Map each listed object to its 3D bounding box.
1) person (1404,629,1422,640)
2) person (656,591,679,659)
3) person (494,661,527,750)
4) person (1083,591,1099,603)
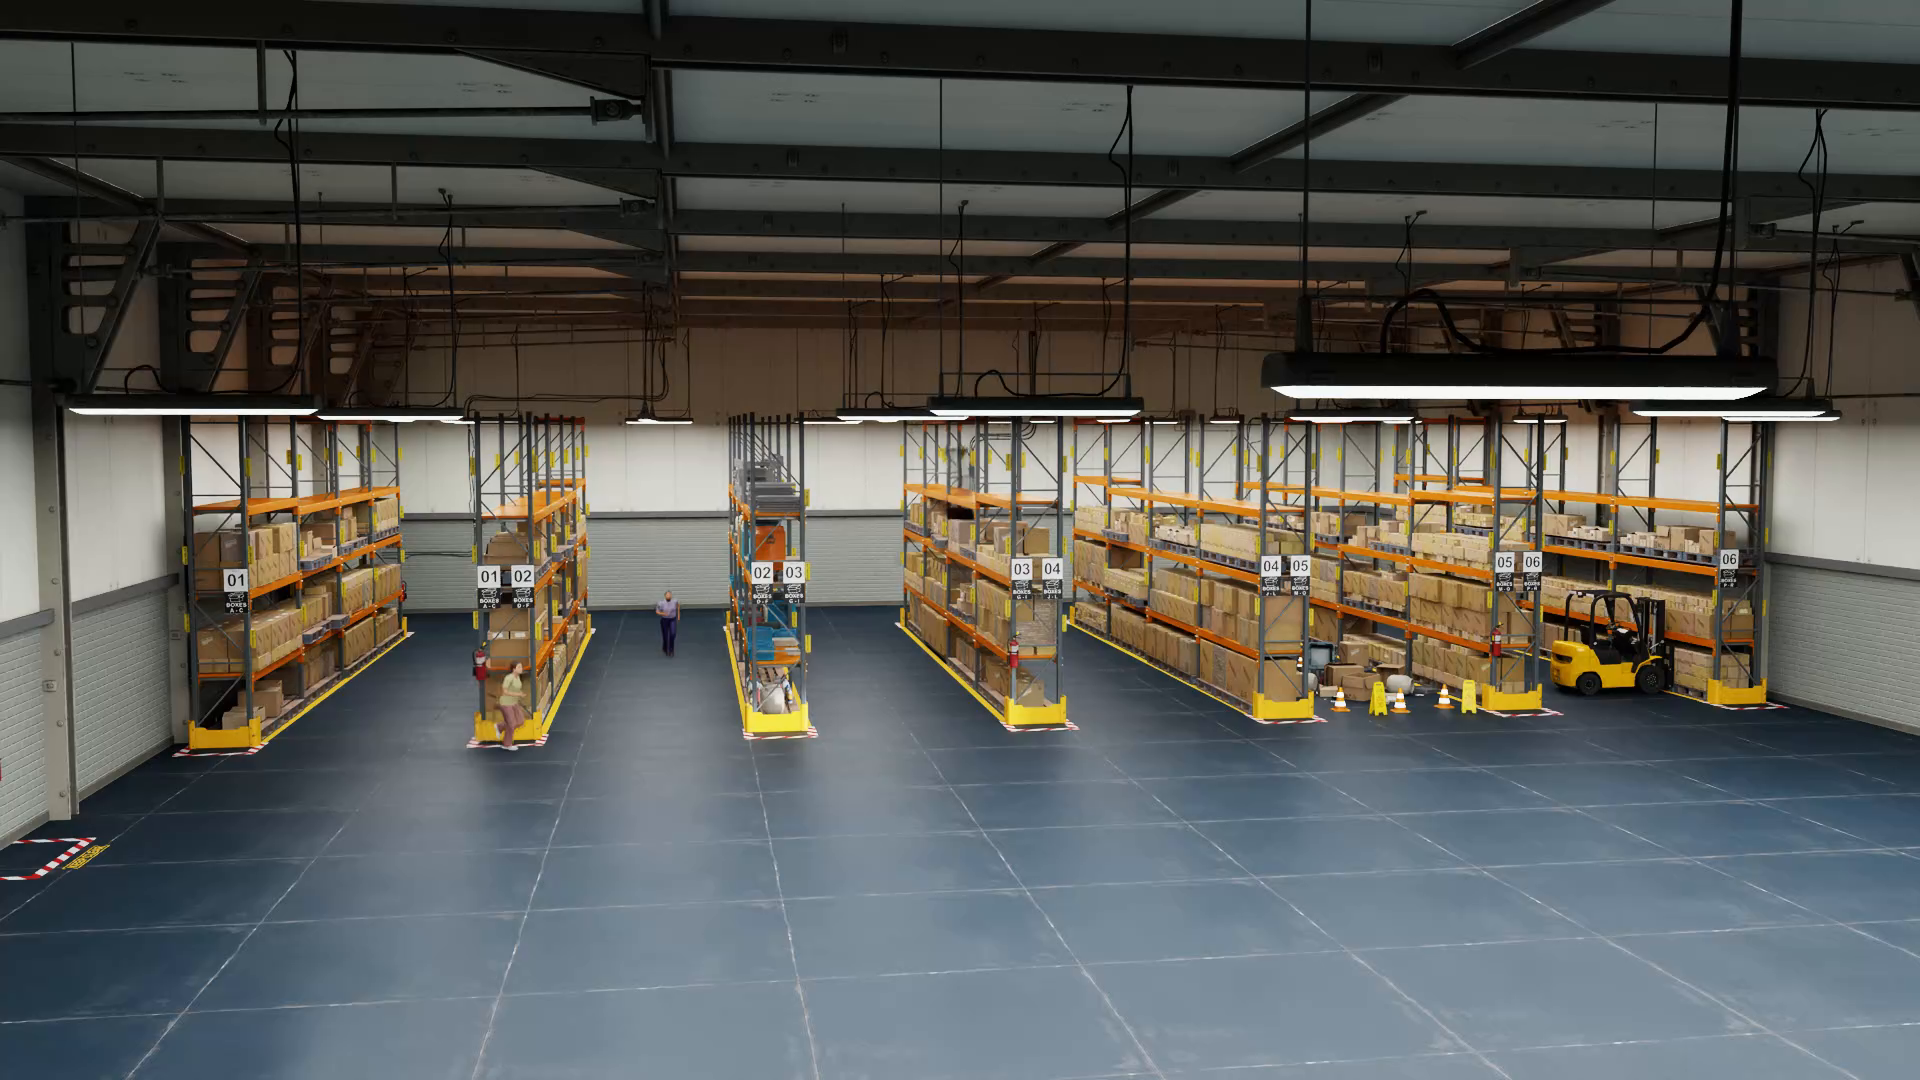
[{"bbox_3d":[11.484,2.046,42.007,0.672,1.738,0.813,-1,4,-16],"label":"person"},{"bbox_3d":[-7.293,2.098,41.507,0.627,1.673,0.936,-1,4,-21],"label":"person"},{"bbox_3d":[-7.952,2.926,29.430,0.674,1.611,0.556,1,4,16],"label":"person"},{"bbox_3d":[3.978,1.555,49.541,0.632,1.650,0.676,0,4,5],"label":"person"}]
